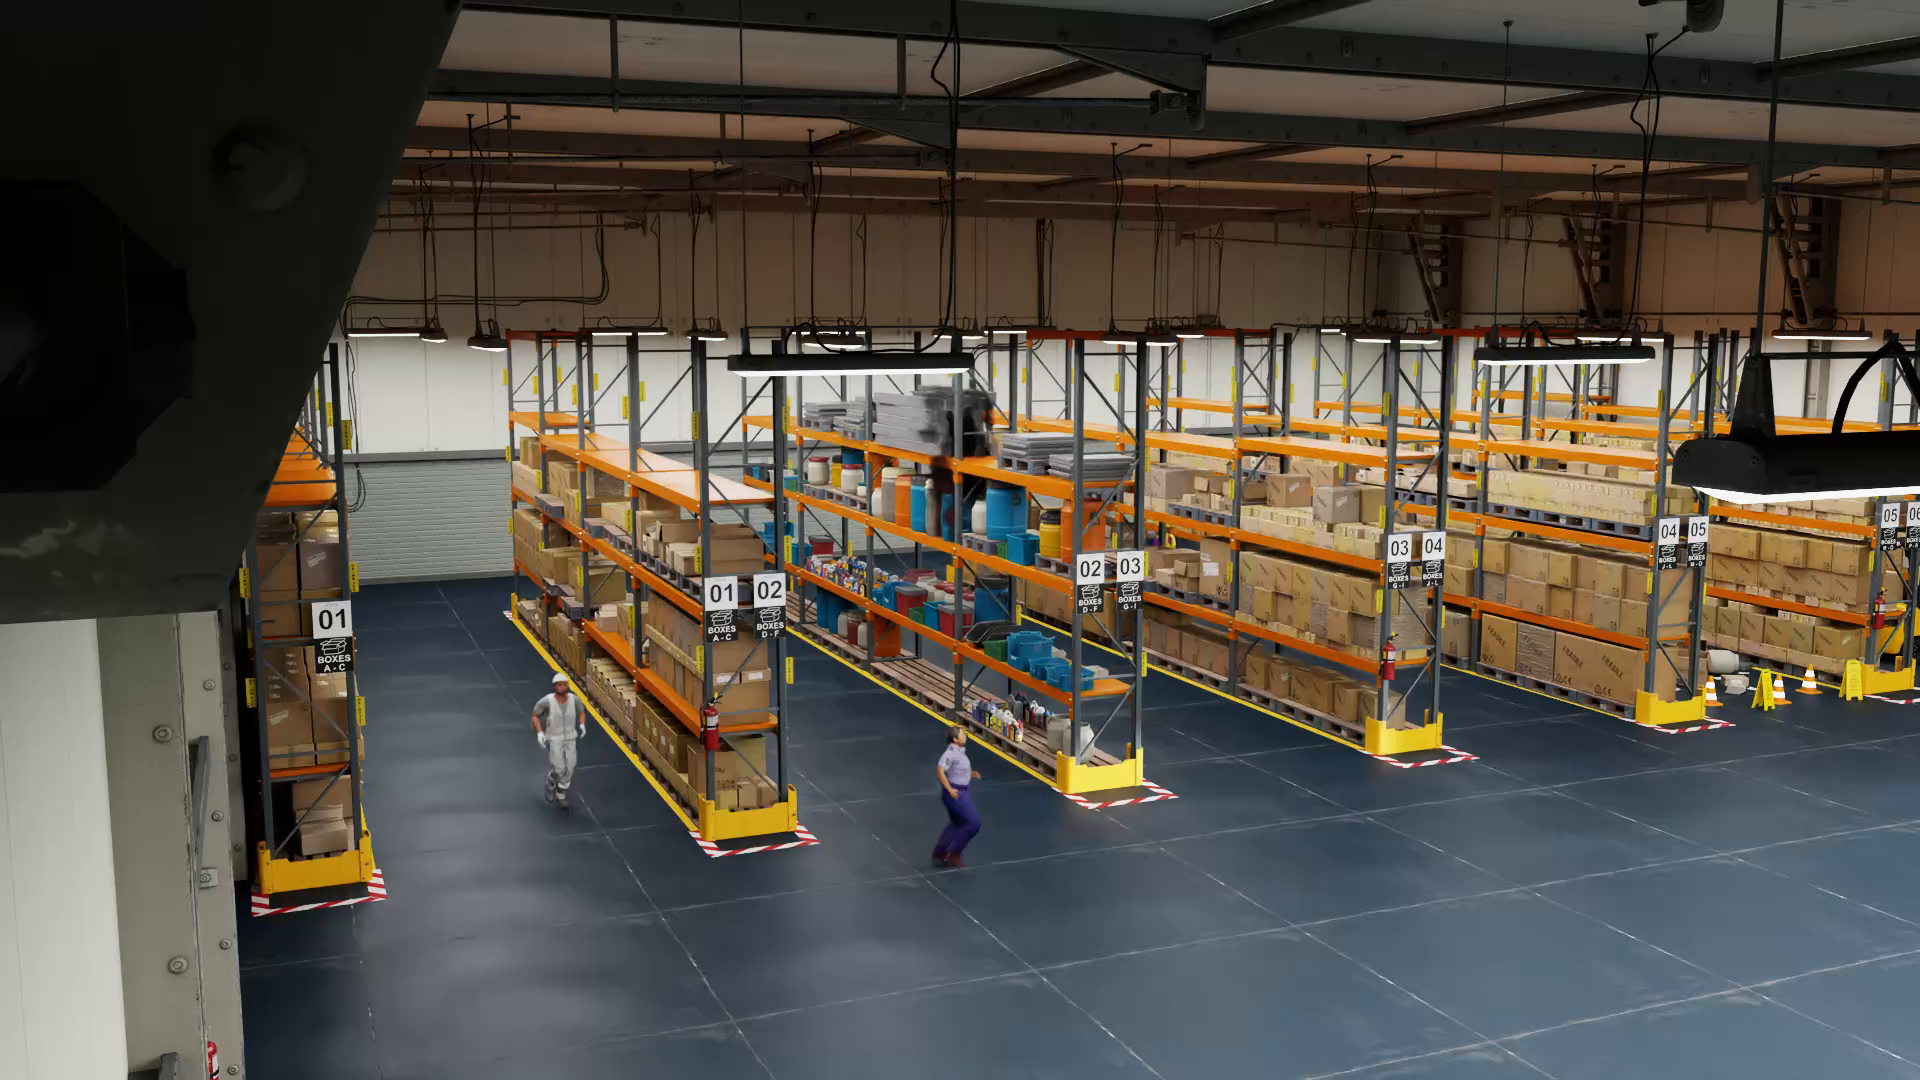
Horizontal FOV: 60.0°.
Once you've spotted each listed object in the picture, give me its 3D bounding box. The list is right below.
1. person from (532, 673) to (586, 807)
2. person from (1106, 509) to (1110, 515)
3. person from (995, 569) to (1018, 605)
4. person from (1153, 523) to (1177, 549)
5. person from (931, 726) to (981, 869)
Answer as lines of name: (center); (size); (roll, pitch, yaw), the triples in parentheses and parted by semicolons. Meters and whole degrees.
person: (-5.095, 2.570, 21.338); (0.668, 1.749, 0.583); (-5, 9, -33)
person: (3.482, -0.022, 41.074); (0.730, 1.599, 0.467); (6, 10, 39)
person: (0.723, 1.366, 31.078); (0.712, 1.534, 0.653); (-4, 9, -29)
person: (4.608, 0.475, 36.756); (0.690, 1.721, 0.582); (-4, 9, -25)
person: (-0.042, 2.960, 19.098); (0.586, 1.654, 0.642); (0, 8, 3)
